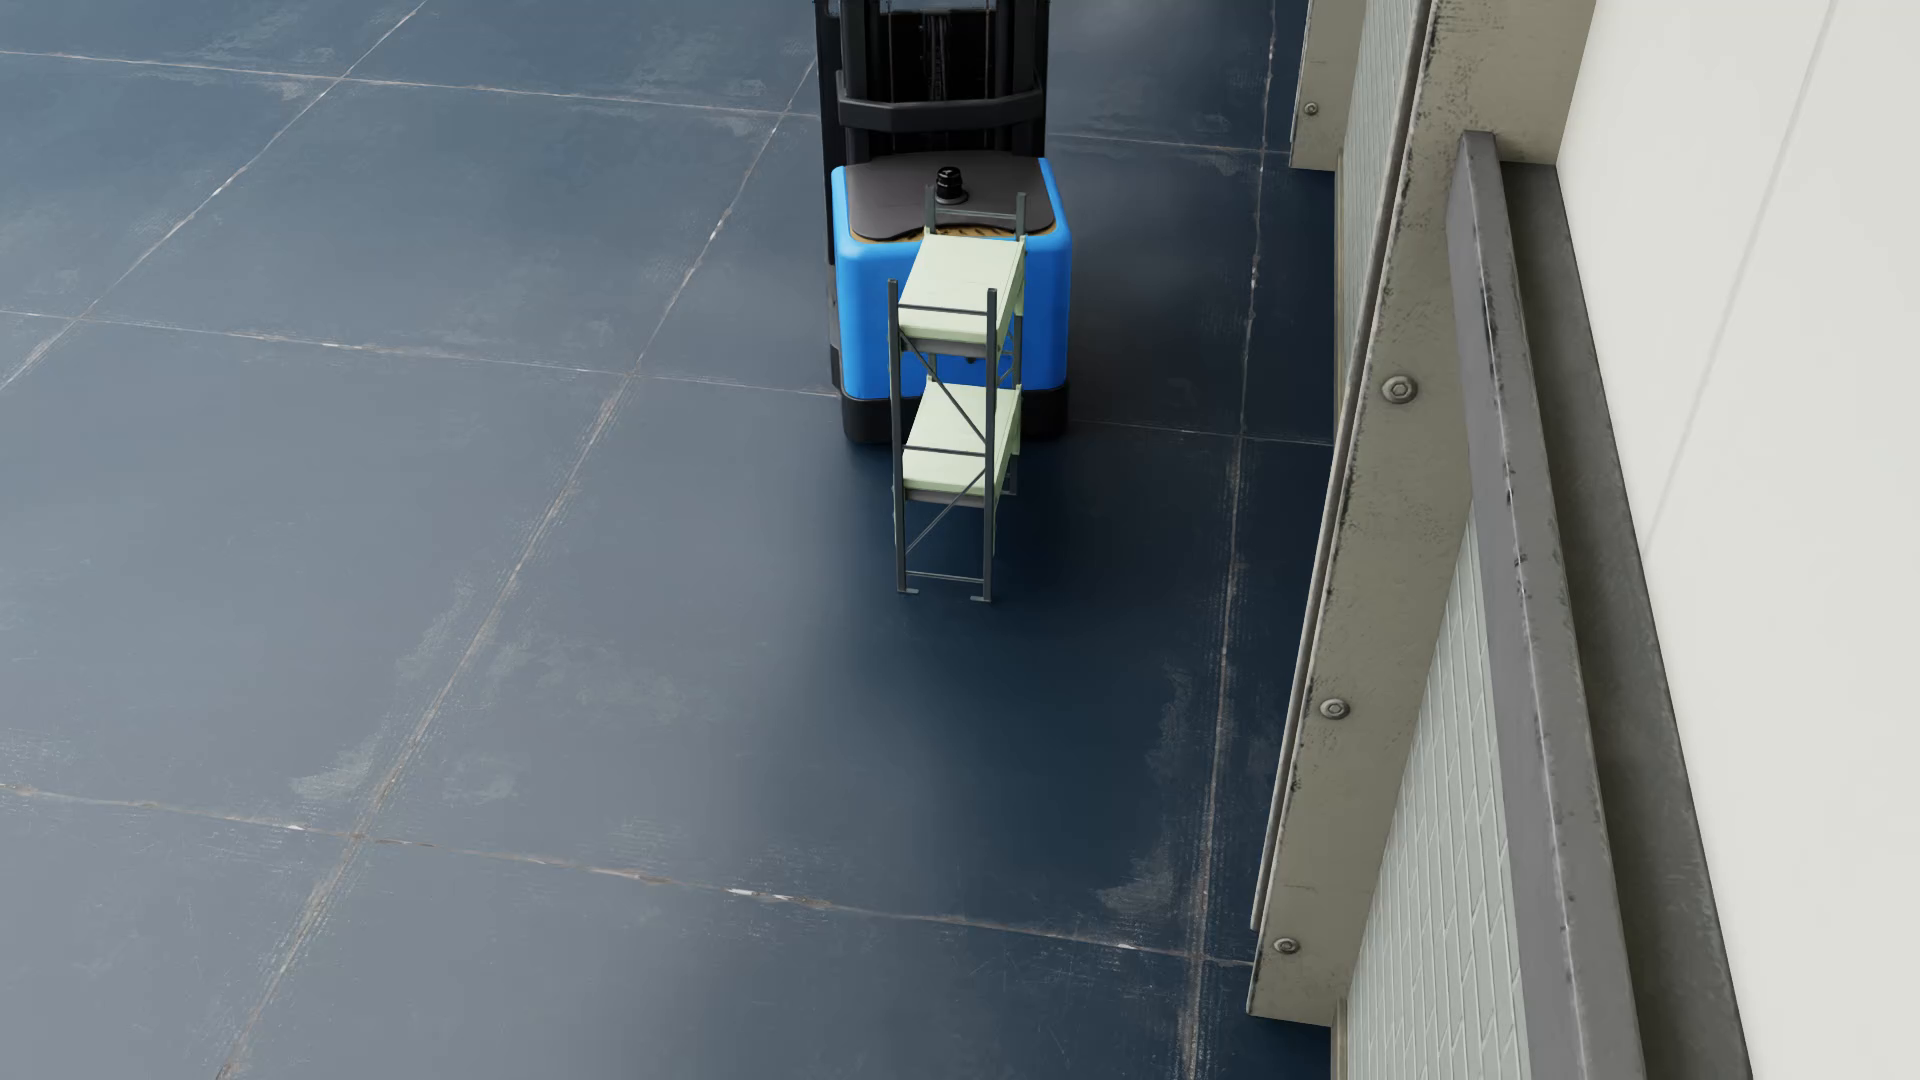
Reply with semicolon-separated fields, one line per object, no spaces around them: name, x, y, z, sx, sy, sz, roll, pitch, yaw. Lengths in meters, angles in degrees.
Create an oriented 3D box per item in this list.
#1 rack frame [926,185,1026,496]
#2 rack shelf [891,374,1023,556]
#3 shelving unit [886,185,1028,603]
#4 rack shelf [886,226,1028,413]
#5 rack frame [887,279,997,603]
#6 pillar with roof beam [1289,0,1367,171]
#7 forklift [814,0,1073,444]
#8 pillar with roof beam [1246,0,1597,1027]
rack frame;0.062;-0.804;7.045;0.400;1.500;0.023;6;40;8
rack shelf;-0.001;-0.323;6.975;0.431;0.370;0.720;6;40;8
shelving unit;-0.001;-0.574;6.767;0.431;1.500;0.755;6;40;8
rack shelf;-0.001;-0.875;6.518;0.431;0.370;0.720;6;40;8
rack frame;-0.064;-0.344;6.489;0.400;1.500;0.023;6;40;8
pillar with roof beam;-2.087;-6.279;7.782;9.100;9.000;0.400;6;40;8
forklift;-0.154;-2.505;7.980;1.130;2.935;3.031;-4;40;-4
pillar with roof beam;-3.125;-2.513;3.227;9.100;9.000;0.400;6;40;8
